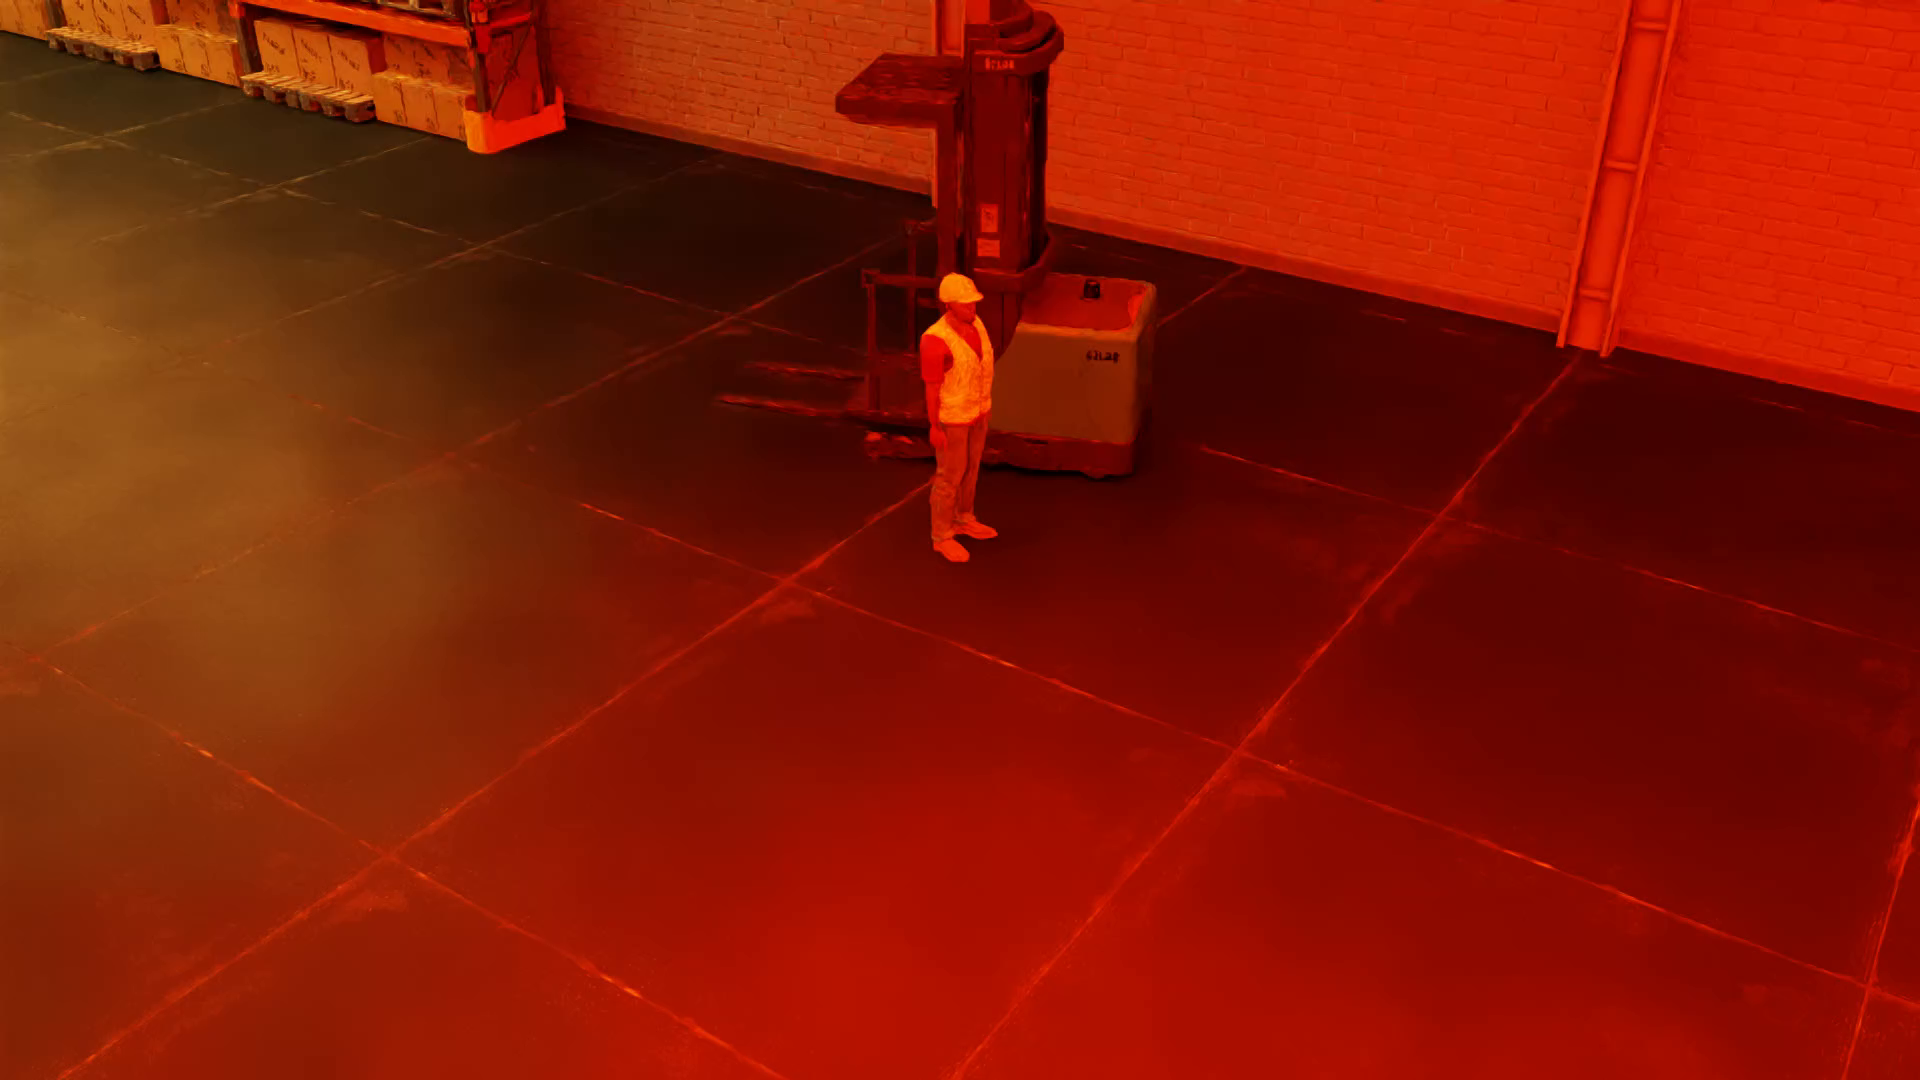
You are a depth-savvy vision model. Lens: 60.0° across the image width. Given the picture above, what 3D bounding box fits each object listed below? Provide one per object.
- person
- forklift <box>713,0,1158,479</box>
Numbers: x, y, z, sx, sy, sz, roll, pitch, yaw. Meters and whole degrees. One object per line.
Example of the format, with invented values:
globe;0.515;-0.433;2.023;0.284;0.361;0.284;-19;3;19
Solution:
person;0.011;-0.761;10.051;0.367;1.771;0.559;19;35;29
forklift;-0.204;-2.062;11.132;3.031;2.935;1.130;7;31;12
